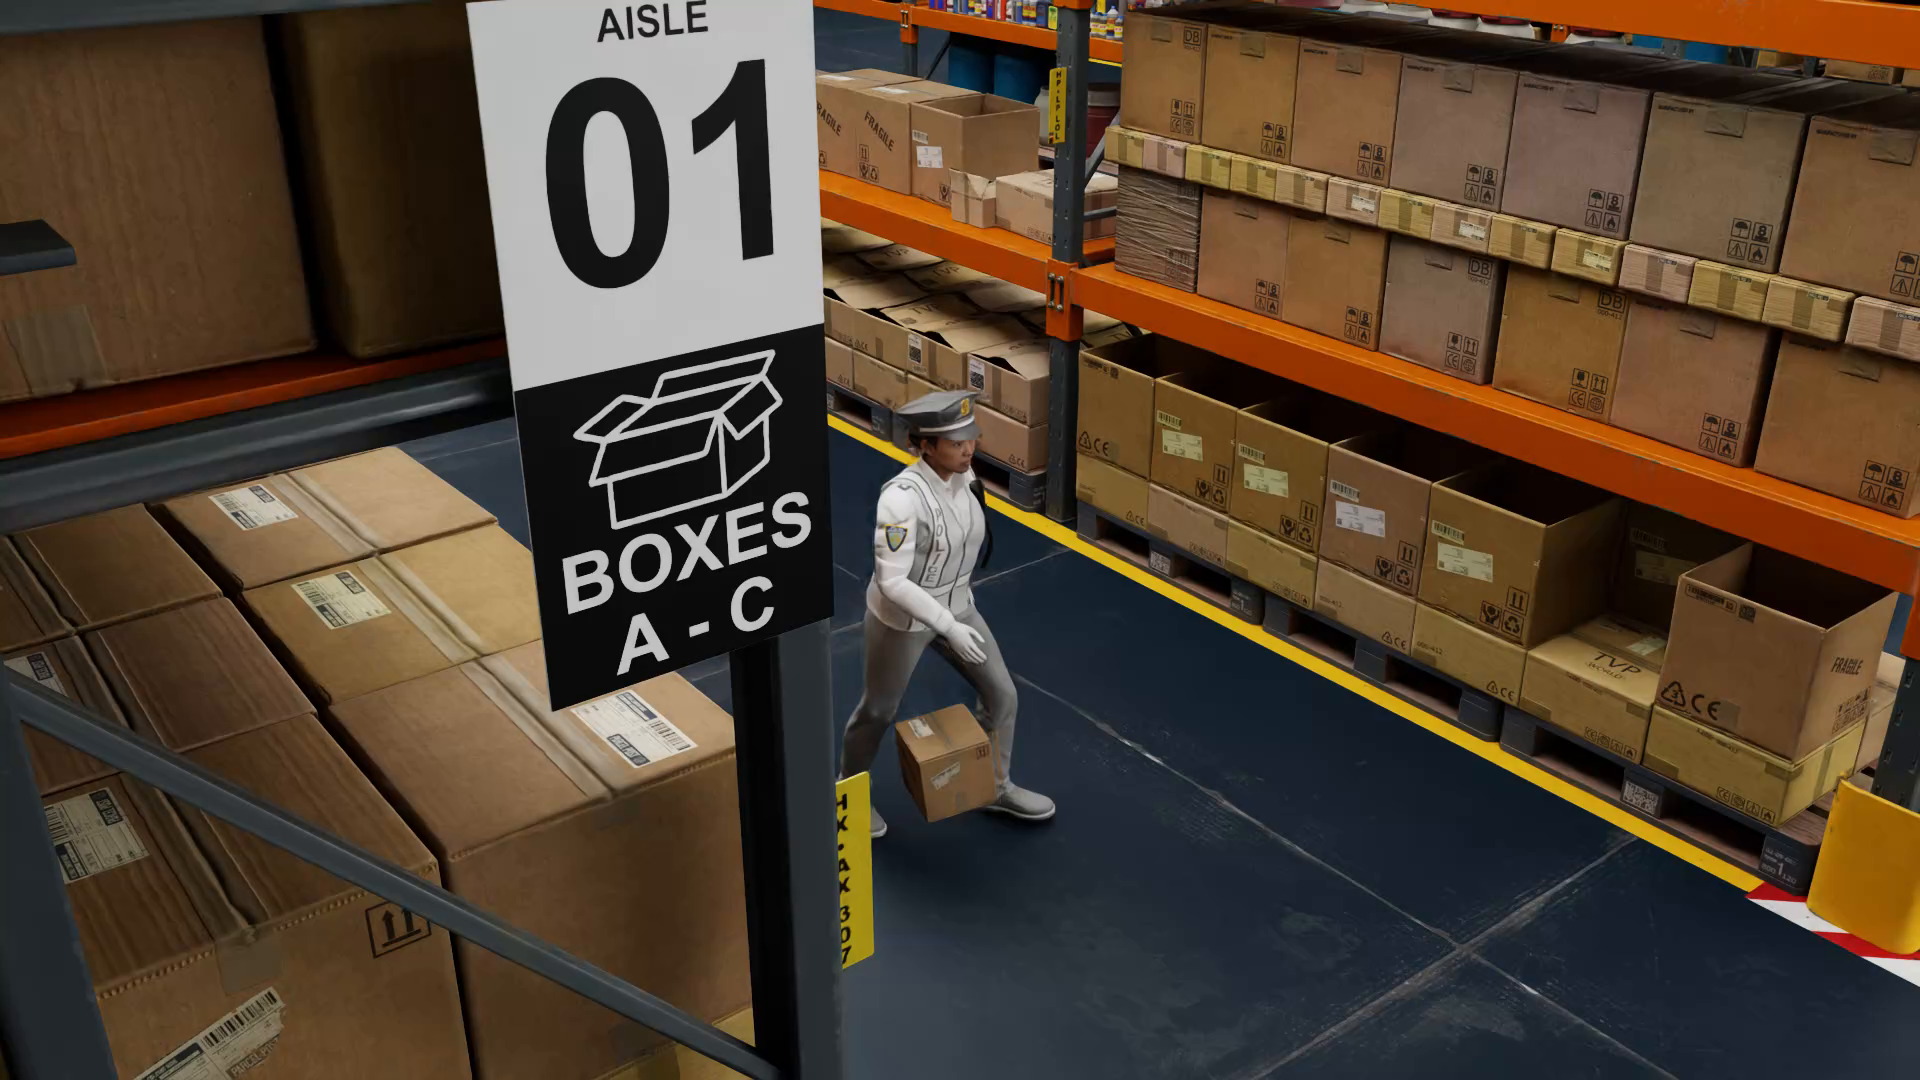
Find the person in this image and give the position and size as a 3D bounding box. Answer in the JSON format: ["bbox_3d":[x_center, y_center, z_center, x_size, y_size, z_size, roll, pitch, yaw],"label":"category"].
[{"bbox_3d":[-0.100,0.261,5.557,0.700,1.645,0.605,18,30,34],"label":"person"}]
